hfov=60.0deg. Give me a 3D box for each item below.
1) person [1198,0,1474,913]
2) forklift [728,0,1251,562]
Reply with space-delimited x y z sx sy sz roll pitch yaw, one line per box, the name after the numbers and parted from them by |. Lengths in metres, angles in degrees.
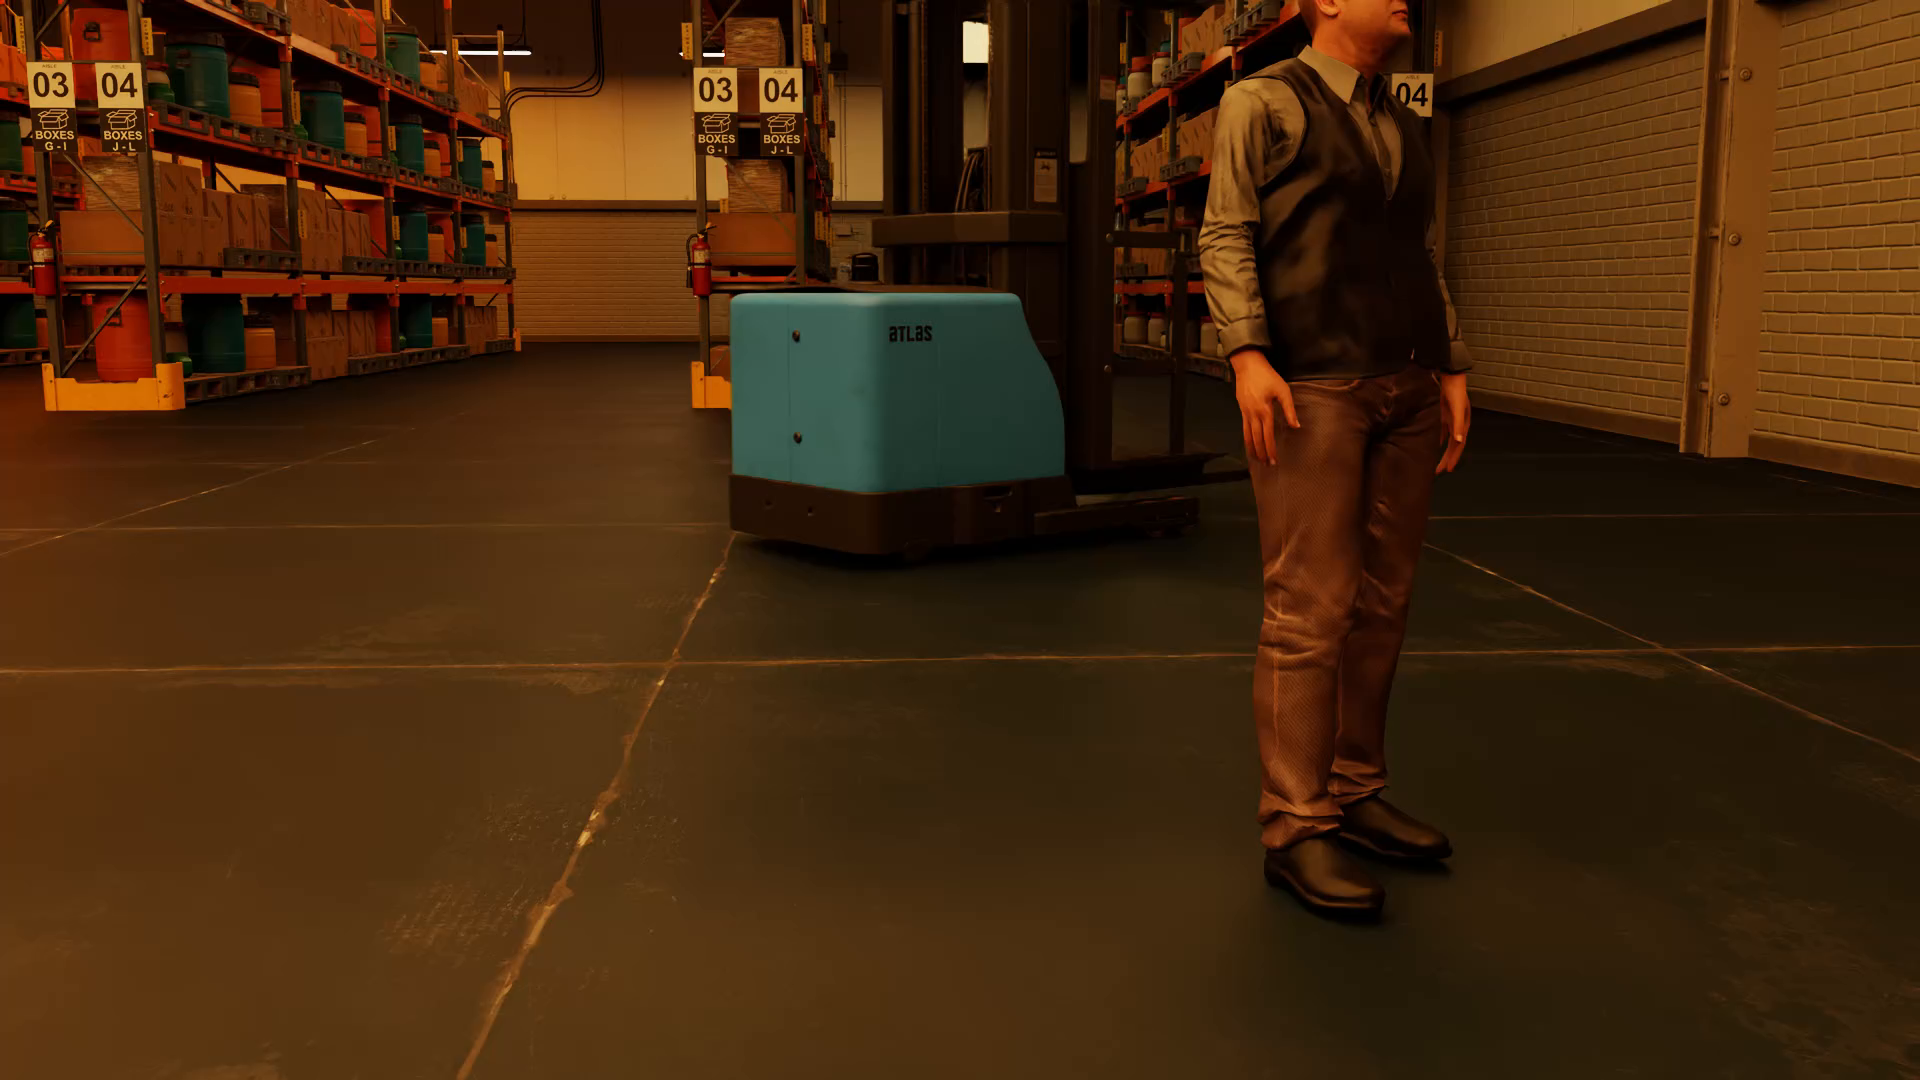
0.763 -0.252 3.098 0.633 1.720 0.569 -6 10 -35 | person
0.457 -1.517 7.546 3.031 2.935 1.130 -7 11 -40 | forklift
